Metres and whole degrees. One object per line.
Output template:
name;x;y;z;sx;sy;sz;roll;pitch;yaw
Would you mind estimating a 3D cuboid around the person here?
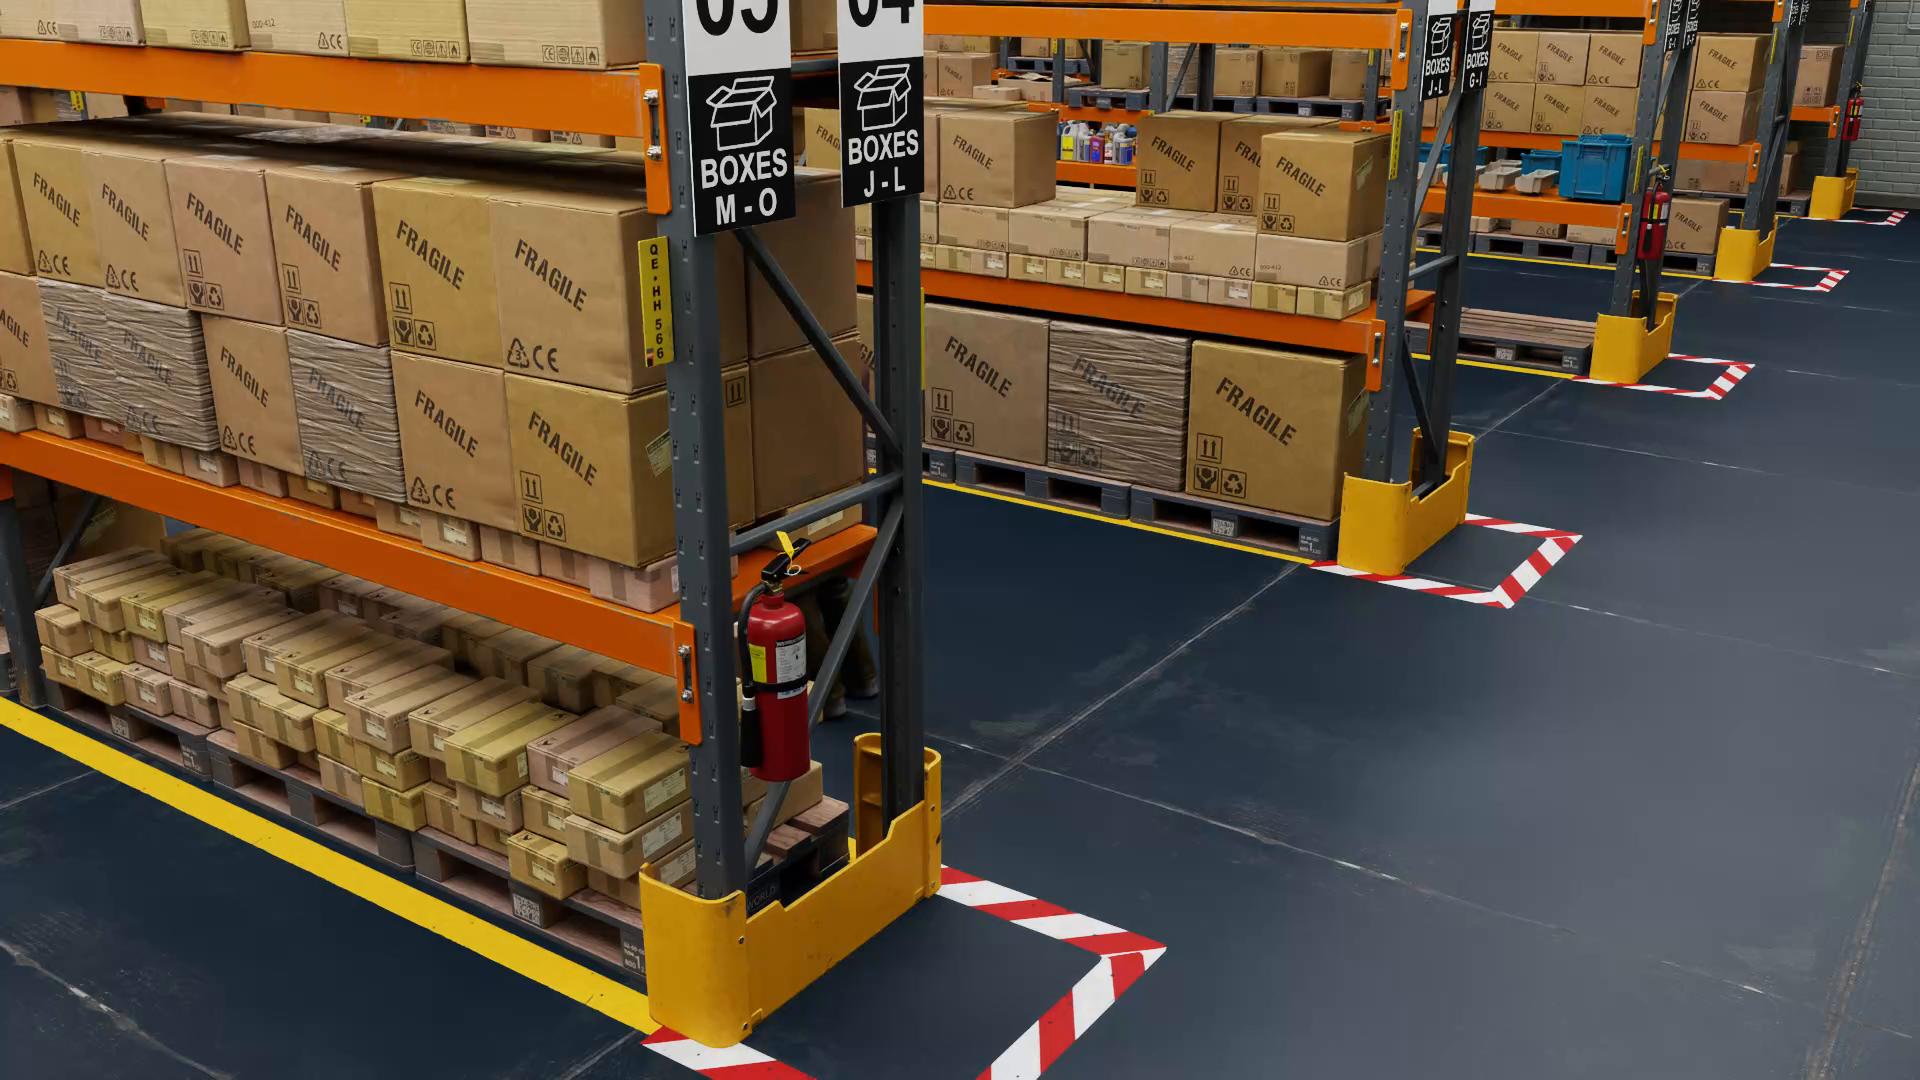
person;-0.603;-0.111;6.971;0.394;1.746;0.579;11;22;29
